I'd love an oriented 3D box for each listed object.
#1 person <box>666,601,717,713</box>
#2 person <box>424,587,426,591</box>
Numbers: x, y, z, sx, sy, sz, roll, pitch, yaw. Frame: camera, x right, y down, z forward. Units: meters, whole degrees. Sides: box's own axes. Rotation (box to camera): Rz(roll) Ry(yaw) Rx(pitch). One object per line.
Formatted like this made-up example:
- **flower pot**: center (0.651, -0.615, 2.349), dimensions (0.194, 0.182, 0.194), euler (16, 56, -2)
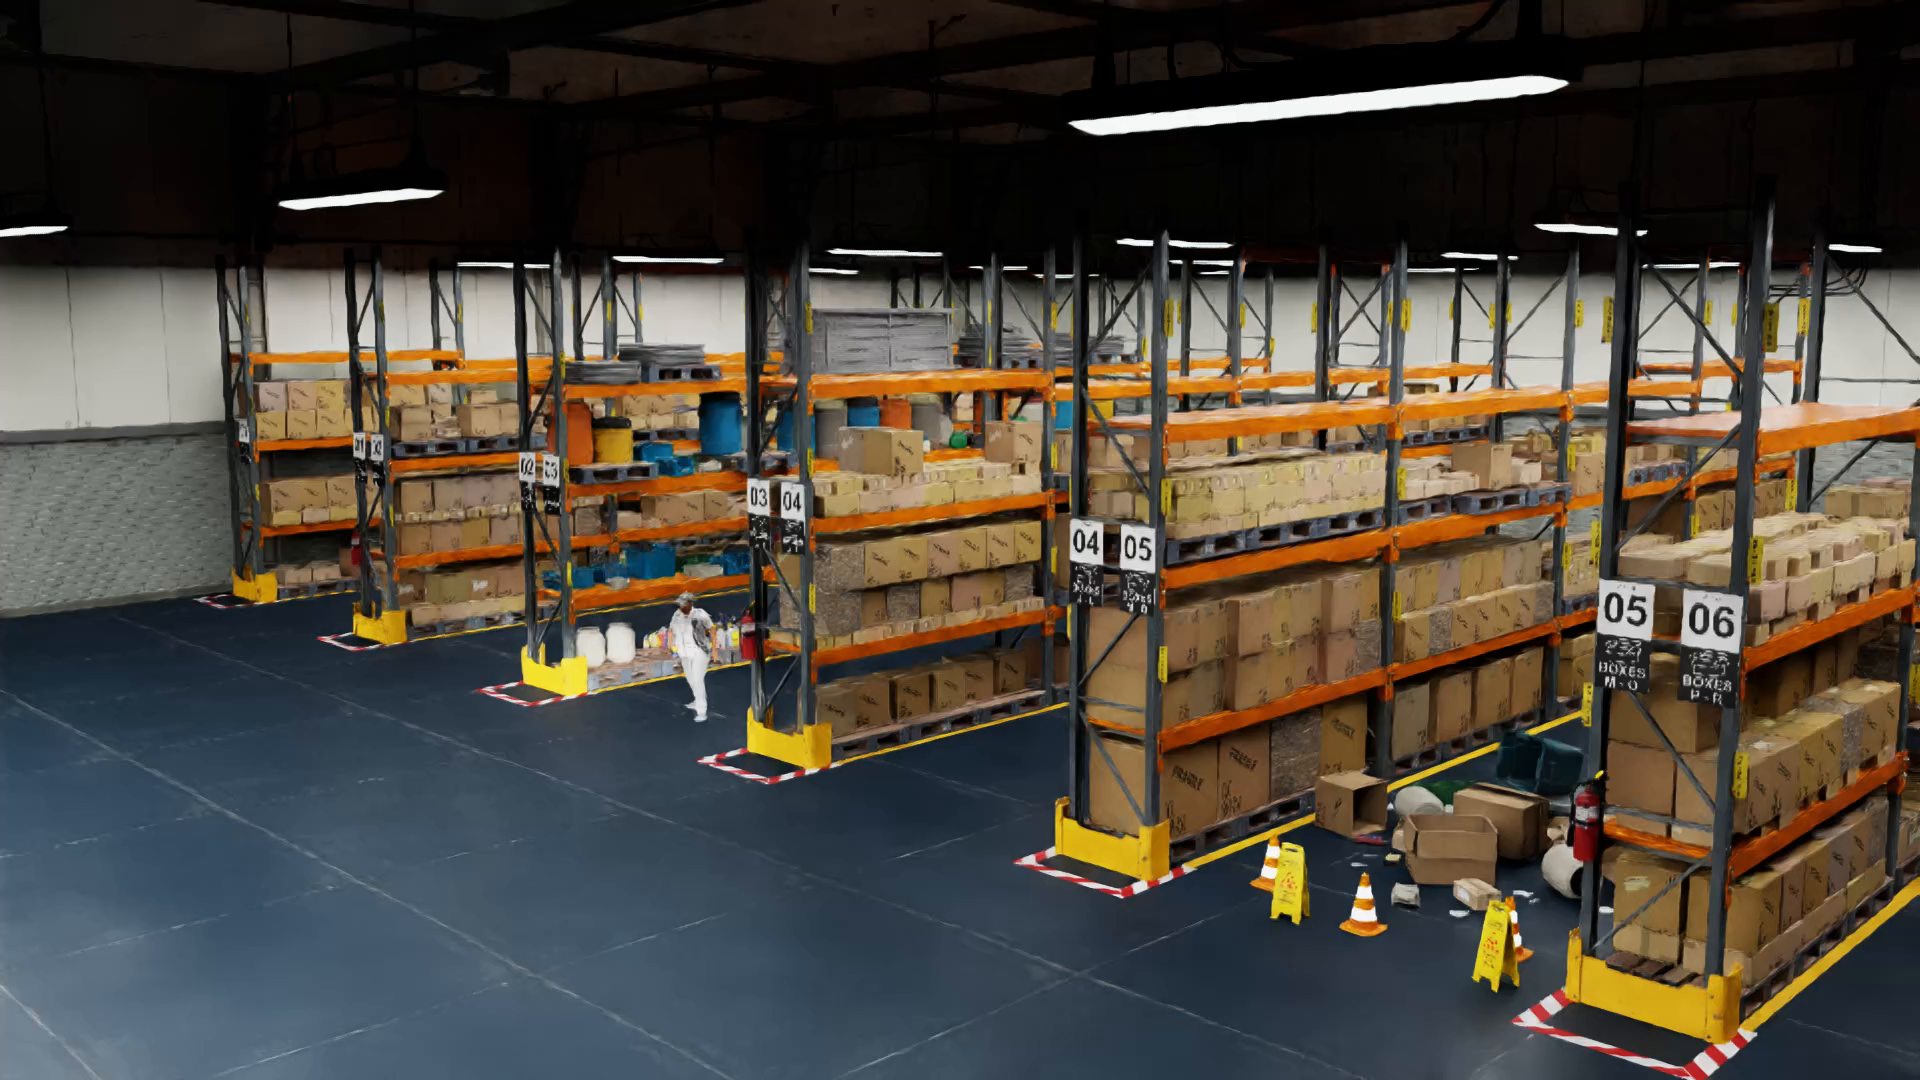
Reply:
- **person**: center (-3.354, 1.388, 20.949), dimensions (0.589, 1.517, 0.803), euler (4, 9, 27)
- **person**: center (-9.533, 0.172, 29.685), dimensions (0.580, 1.617, 0.469), euler (8, 11, 43)
